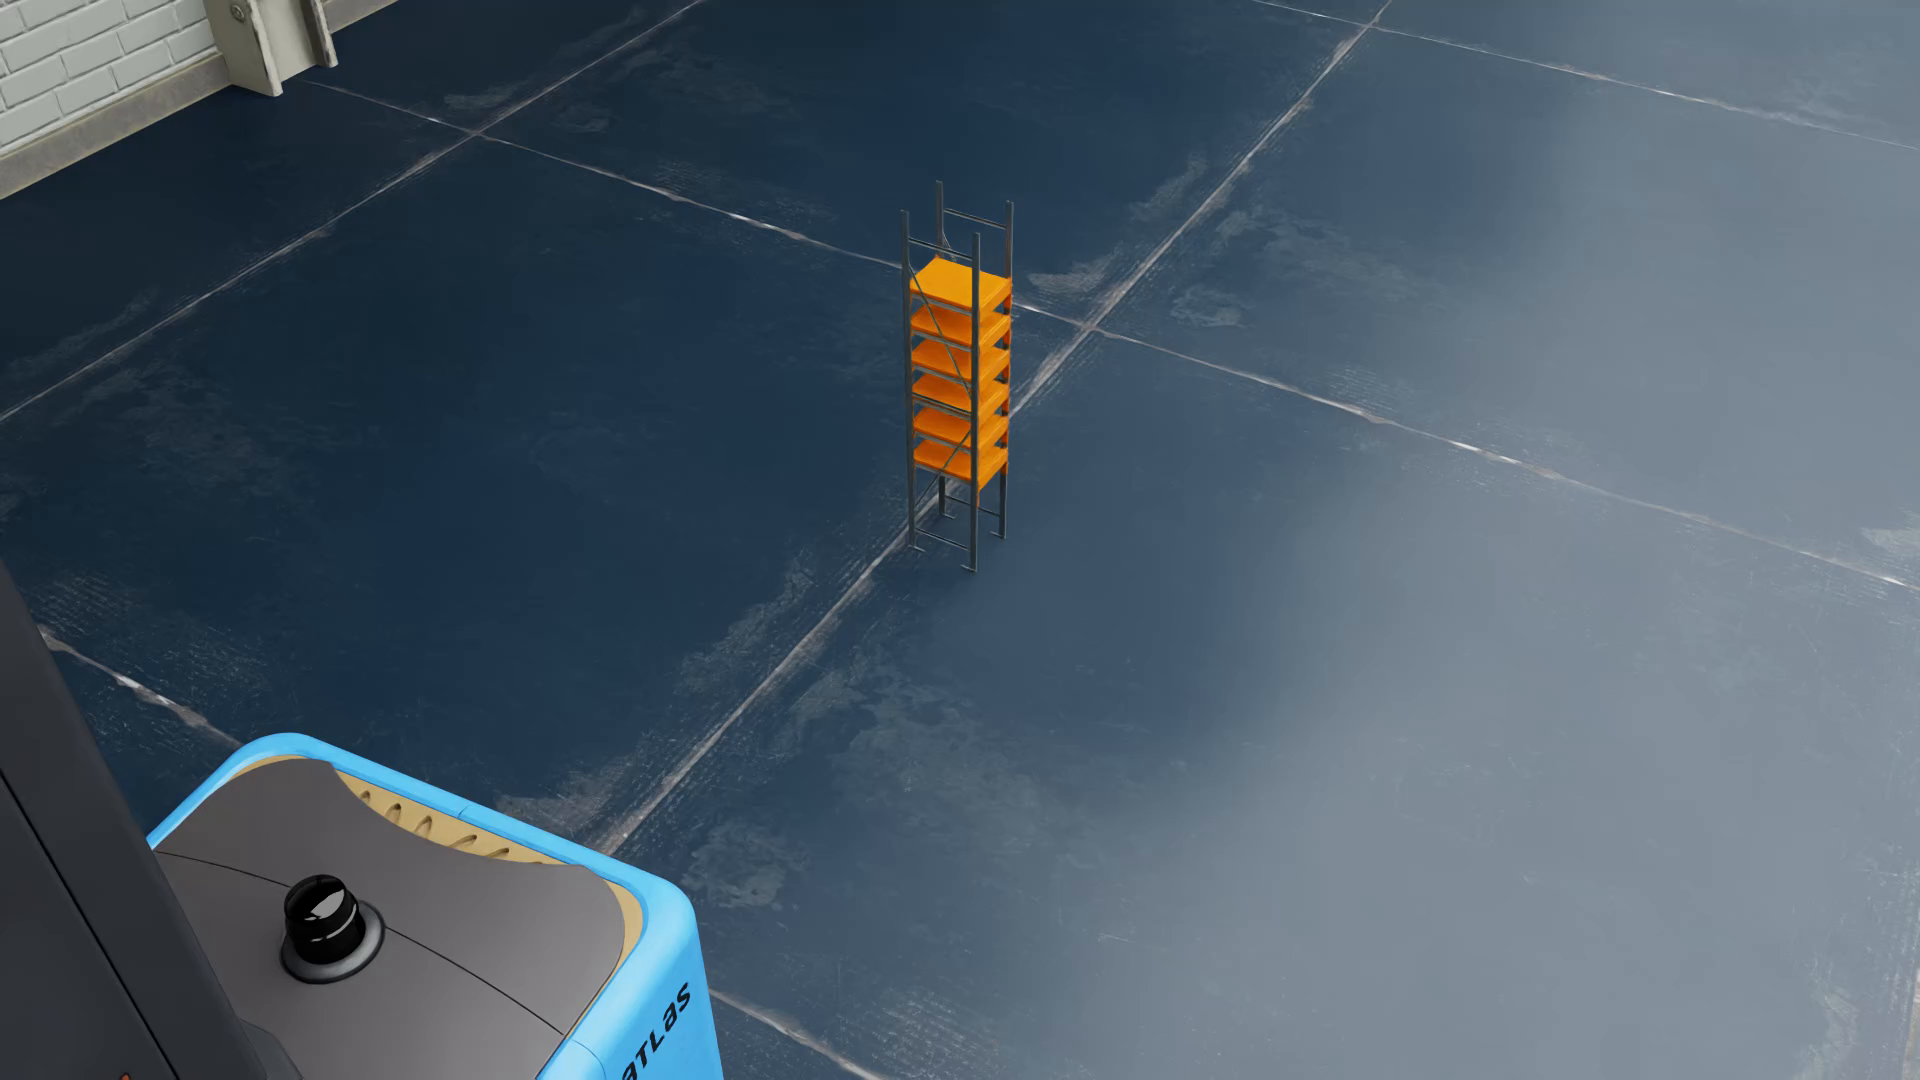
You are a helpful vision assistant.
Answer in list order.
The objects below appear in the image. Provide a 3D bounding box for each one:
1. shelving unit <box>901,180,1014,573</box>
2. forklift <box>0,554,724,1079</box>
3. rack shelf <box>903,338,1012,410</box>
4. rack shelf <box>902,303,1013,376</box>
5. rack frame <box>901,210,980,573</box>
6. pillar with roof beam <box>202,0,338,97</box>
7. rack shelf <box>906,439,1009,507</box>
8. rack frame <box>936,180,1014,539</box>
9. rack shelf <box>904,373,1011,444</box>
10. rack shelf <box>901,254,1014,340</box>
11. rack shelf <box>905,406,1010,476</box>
[{"bbox_3d":[-0.007,-0.442,4.844,0.258,1.200,0.189,21,45,22],"label":"shelving unit"},{"bbox_3d":[-1.530,1.076,1.810,1.130,2.935,3.031,17,44,18],"label":"forklift"},{"bbox_3d":[-0.007,-0.499,4.794,0.258,0.103,0.180,21,45,22],"label":"rack shelf"},{"bbox_3d":[-0.007,-0.589,4.715,0.258,0.103,0.180,21,45,22],"label":"rack shelf"},{"bbox_3d":[-0.053,-0.390,4.785,0.240,1.200,0.006,21,45,22],"label":"rack frame"},{"bbox_3d":[0.591,-4.121,3.121,9.100,9.000,0.400,21,45,22],"label":"pillar with roof beam"},{"bbox_3d":[-0.007,-0.229,5.032,0.258,0.103,0.180,21,45,22],"label":"rack shelf"},{"bbox_3d":[0.039,-0.494,4.904,0.240,1.200,0.006,21,45,22],"label":"rack frame"},{"bbox_3d":[-0.007,-0.409,4.873,0.258,0.103,0.180,21,45,22],"label":"rack shelf"},{"bbox_3d":[-0.007,-0.679,4.635,0.258,0.103,0.180,21,45,22],"label":"rack shelf"},{"bbox_3d":[-0.007,-0.319,4.953,0.258,0.103,0.180,21,45,22],"label":"rack shelf"}]
